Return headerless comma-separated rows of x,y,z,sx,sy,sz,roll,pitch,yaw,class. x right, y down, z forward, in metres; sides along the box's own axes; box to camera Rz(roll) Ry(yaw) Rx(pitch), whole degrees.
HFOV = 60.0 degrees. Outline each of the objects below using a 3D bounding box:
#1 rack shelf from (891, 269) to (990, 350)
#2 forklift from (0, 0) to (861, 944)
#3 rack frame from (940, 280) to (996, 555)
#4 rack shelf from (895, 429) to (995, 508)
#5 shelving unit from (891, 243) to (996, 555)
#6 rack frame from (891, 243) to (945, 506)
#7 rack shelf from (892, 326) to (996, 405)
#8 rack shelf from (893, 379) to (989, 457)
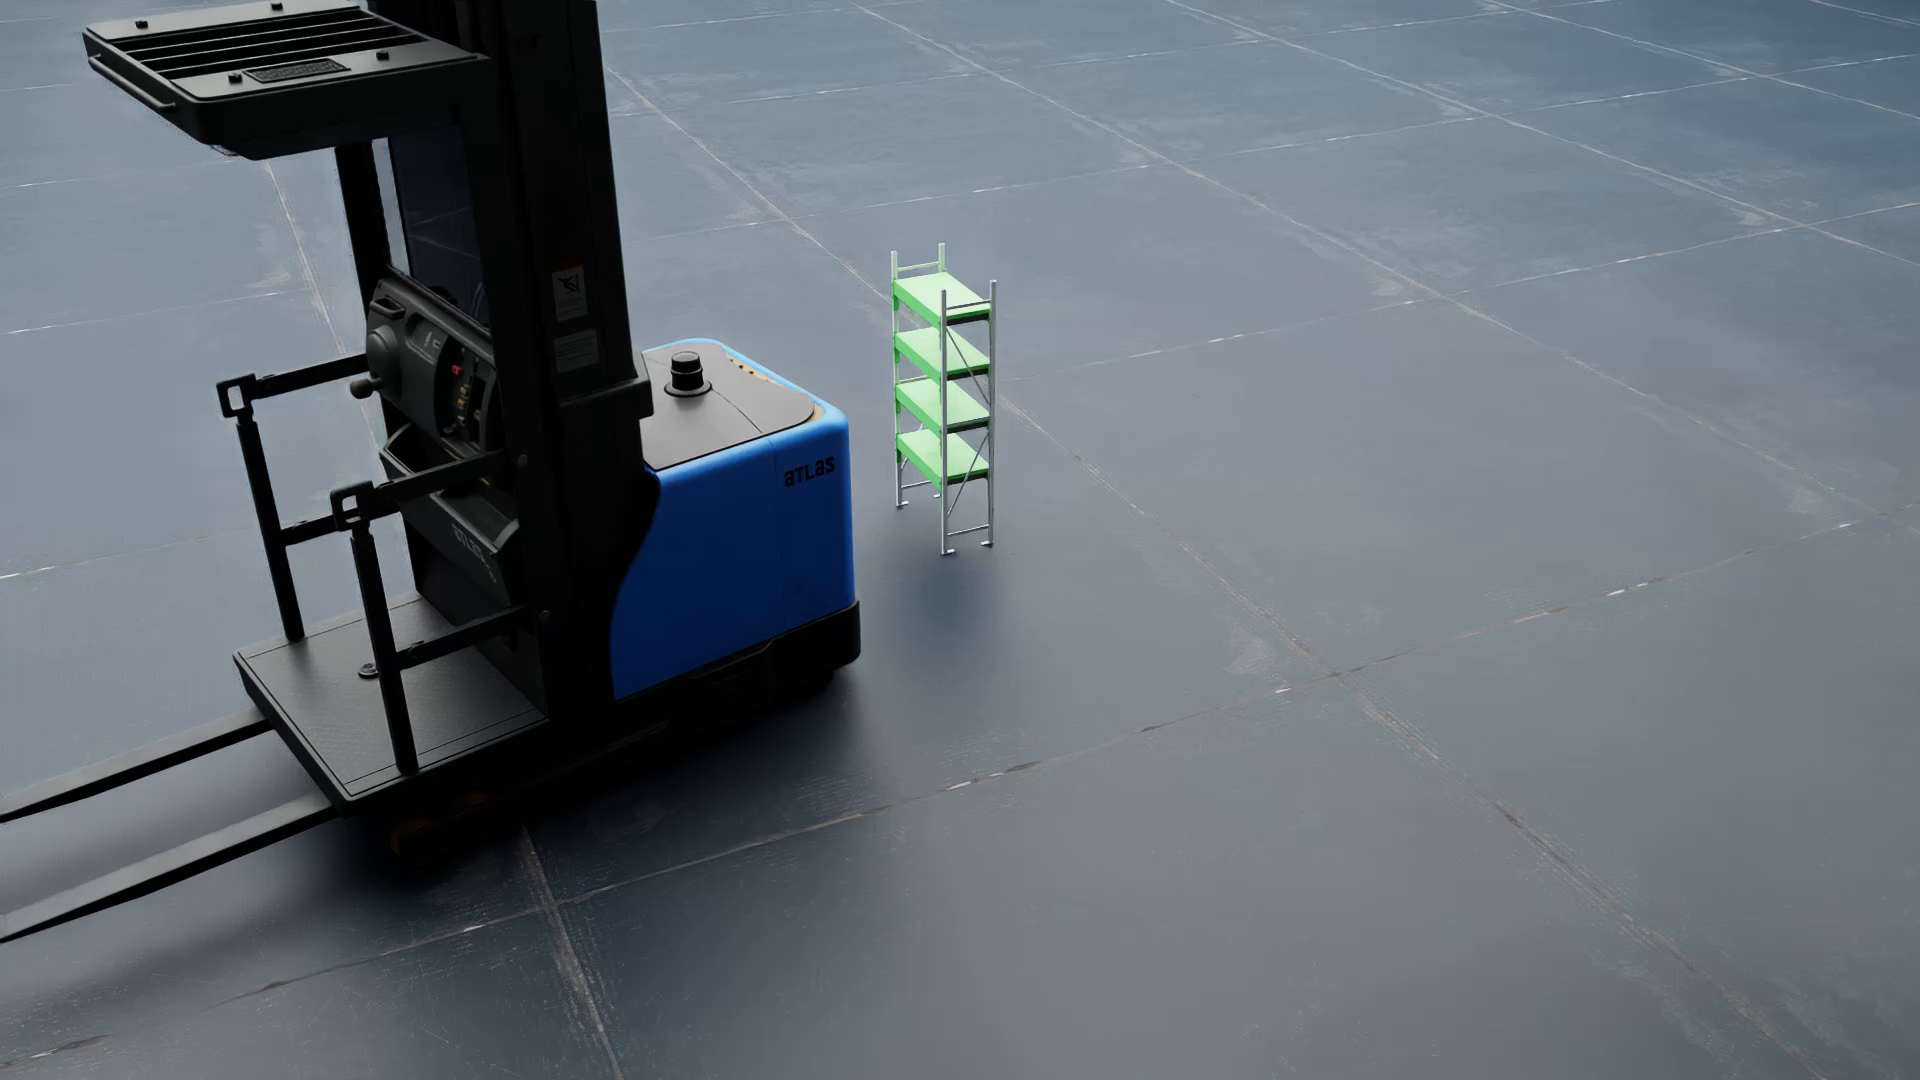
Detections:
-0.071,-0.959,6.883,0.258,0.148,0.480,-13,32,-22,rack shelf
-1.842,-0.516,5.173,3.031,2.935,1.130,-22,36,-33,forklift
0.034,-0.489,6.895,0.240,1.200,0.015,-13,32,-22,rack frame
-0.071,-0.331,7.236,0.258,0.148,0.480,-13,32,-22,rack shelf
-0.071,-0.596,7.087,0.258,1.200,0.503,-13,32,-22,shelving unit
-0.176,-0.704,7.279,0.240,1.200,0.015,-13,32,-22,rack frame
-0.071,-0.750,7.001,0.258,0.148,0.480,-13,32,-22,rack shelf
-0.071,-0.541,7.118,0.258,0.148,0.480,-13,32,-22,rack shelf
